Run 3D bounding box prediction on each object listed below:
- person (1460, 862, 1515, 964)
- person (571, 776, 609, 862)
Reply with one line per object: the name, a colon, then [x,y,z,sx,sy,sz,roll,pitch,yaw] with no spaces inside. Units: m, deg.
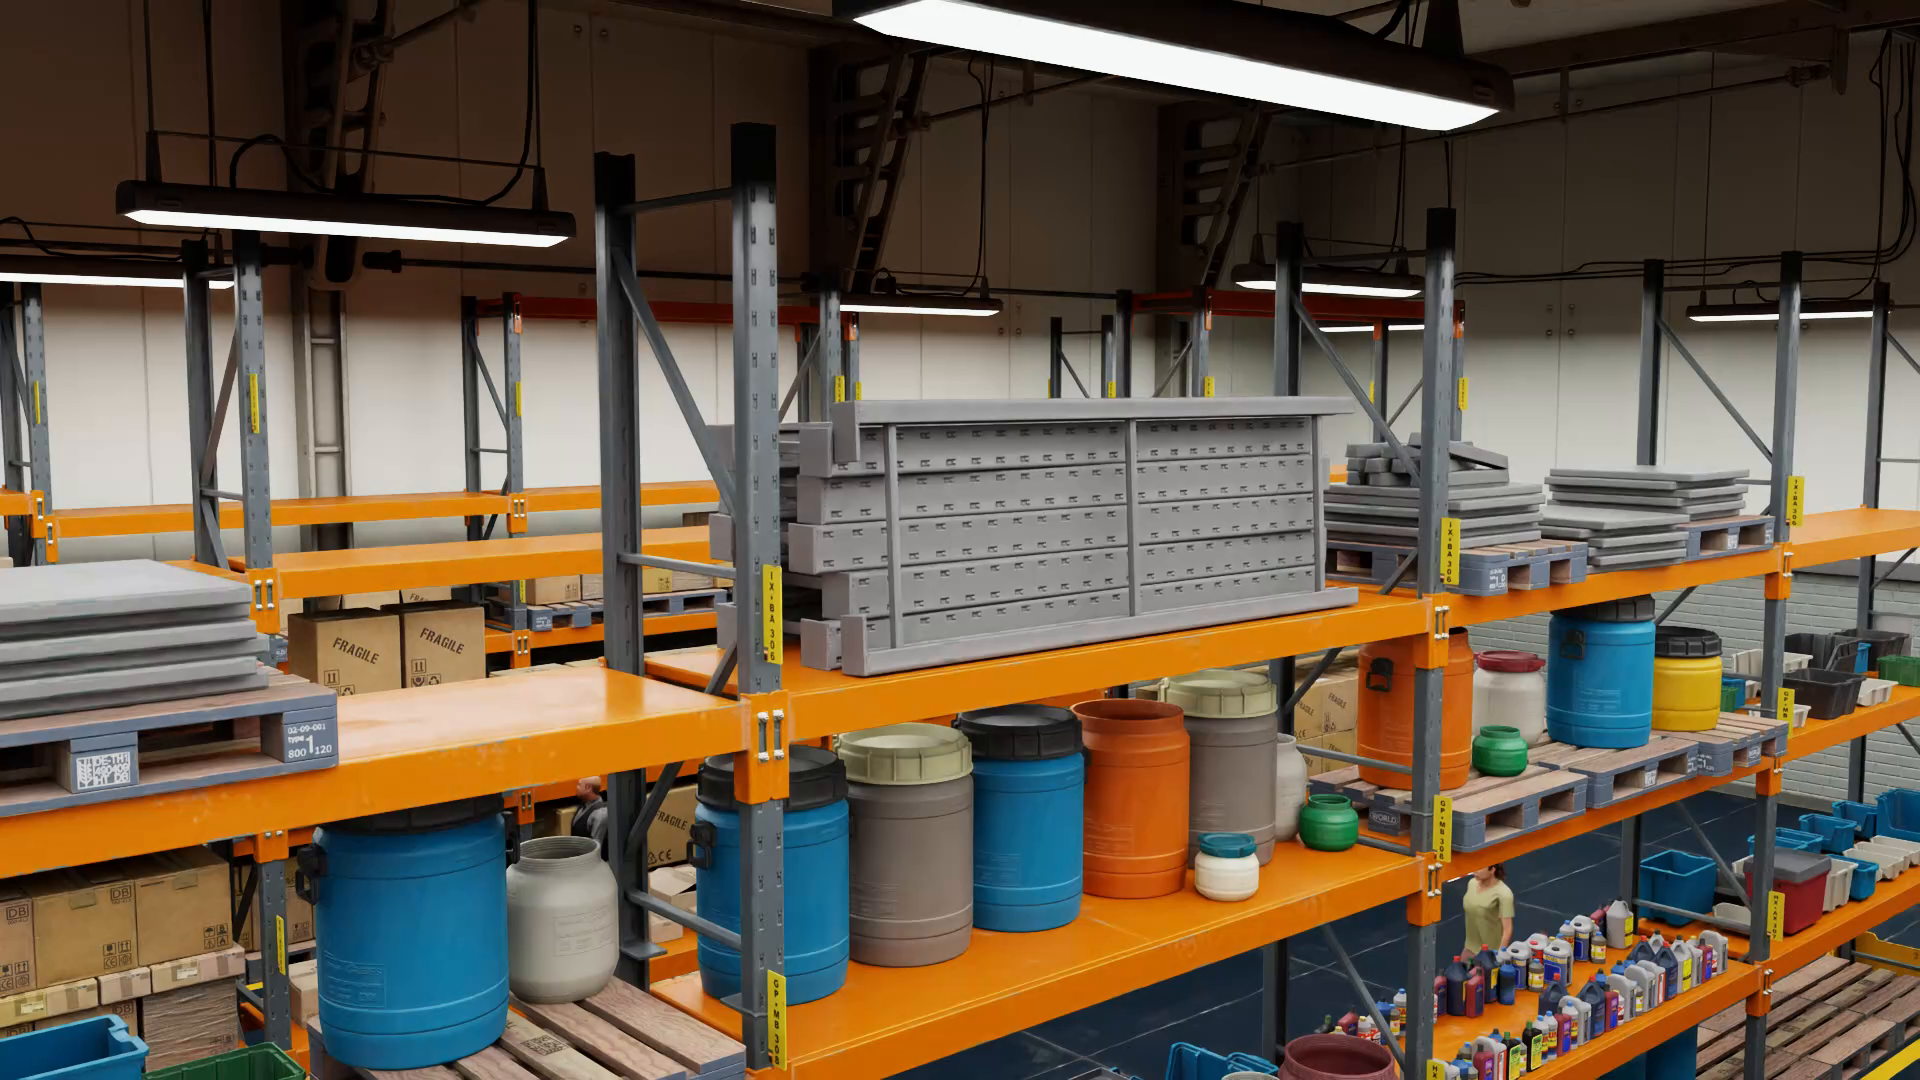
person: [3.942,3.147,12.566,0.681,1.682,0.492,-3,6,-31]
person: [-3.329,2.981,14.737,0.786,1.645,0.558,-4,6,-33]
